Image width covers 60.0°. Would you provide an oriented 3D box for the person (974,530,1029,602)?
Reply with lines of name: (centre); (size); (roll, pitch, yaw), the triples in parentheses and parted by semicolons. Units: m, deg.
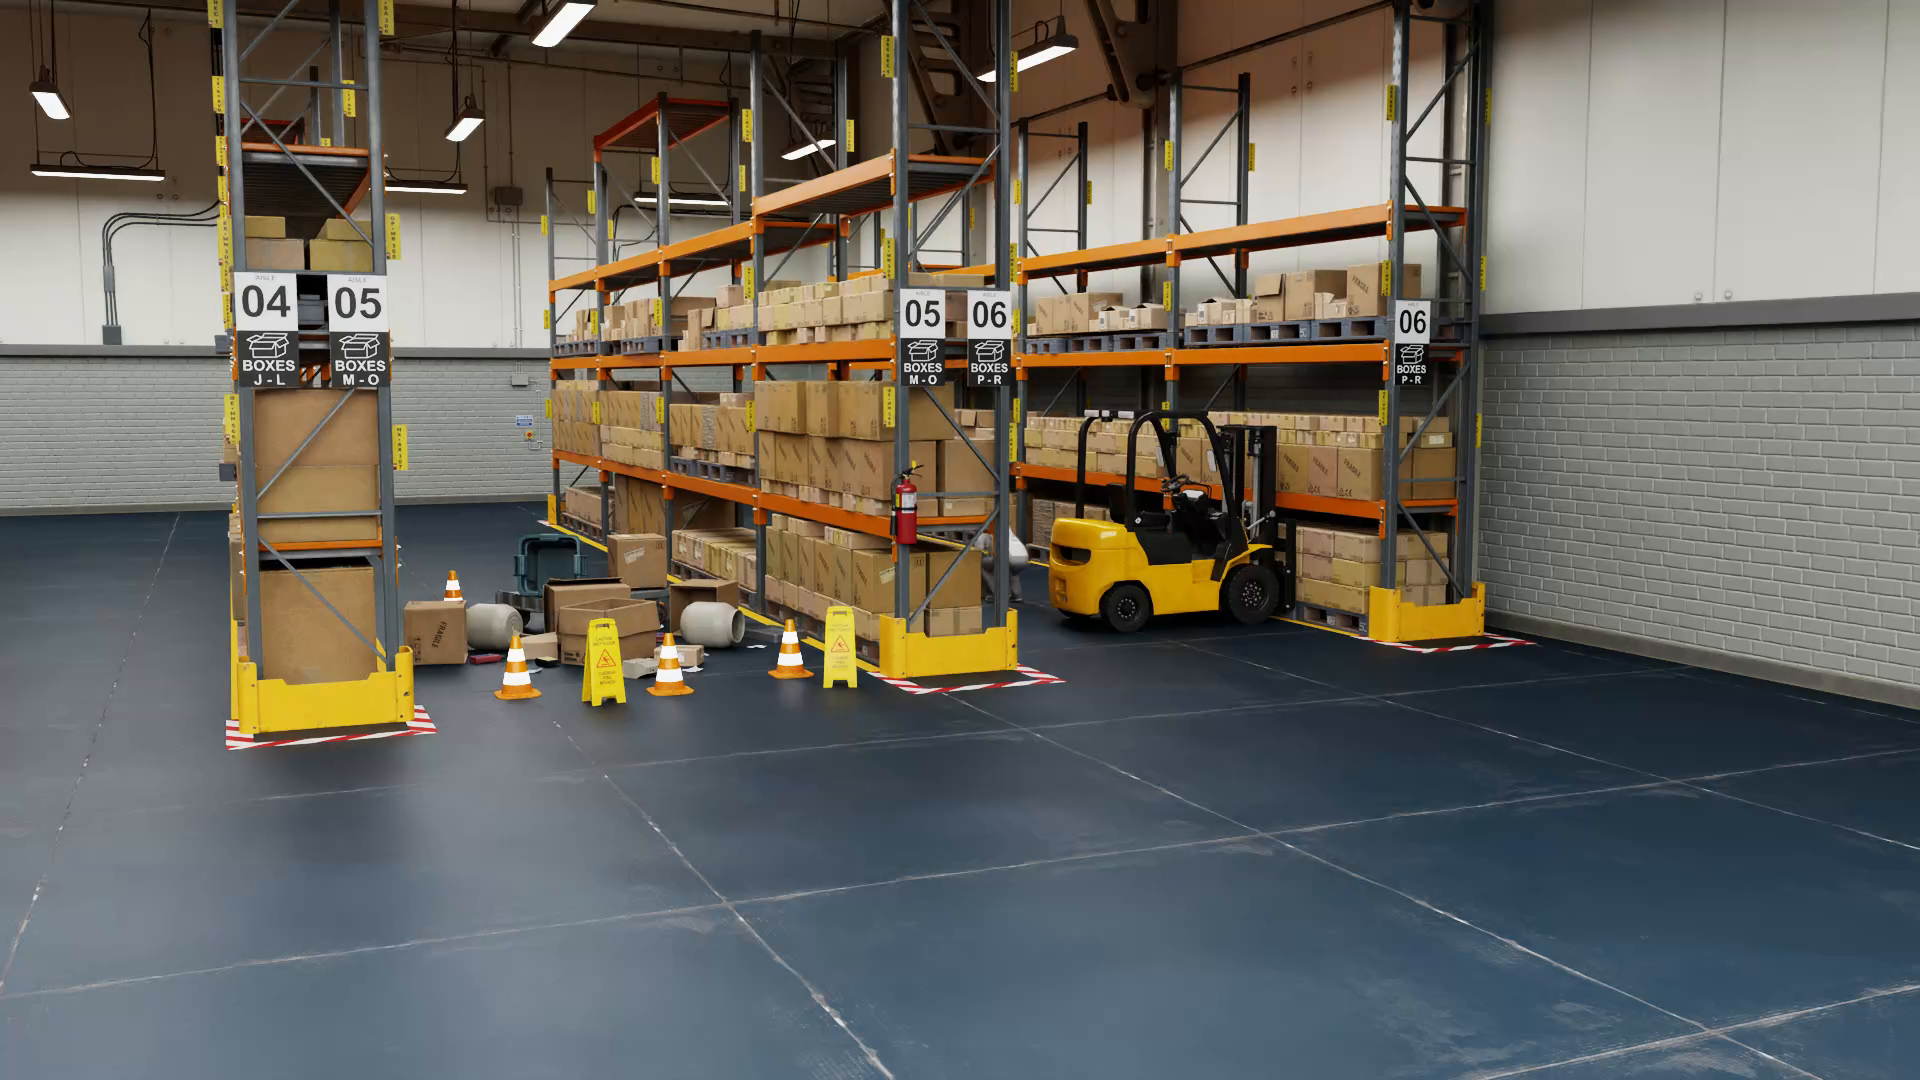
person: (0.427, 0.219, 18.596); (0.481, 0.930, 0.862); (-2, 6, -24)
